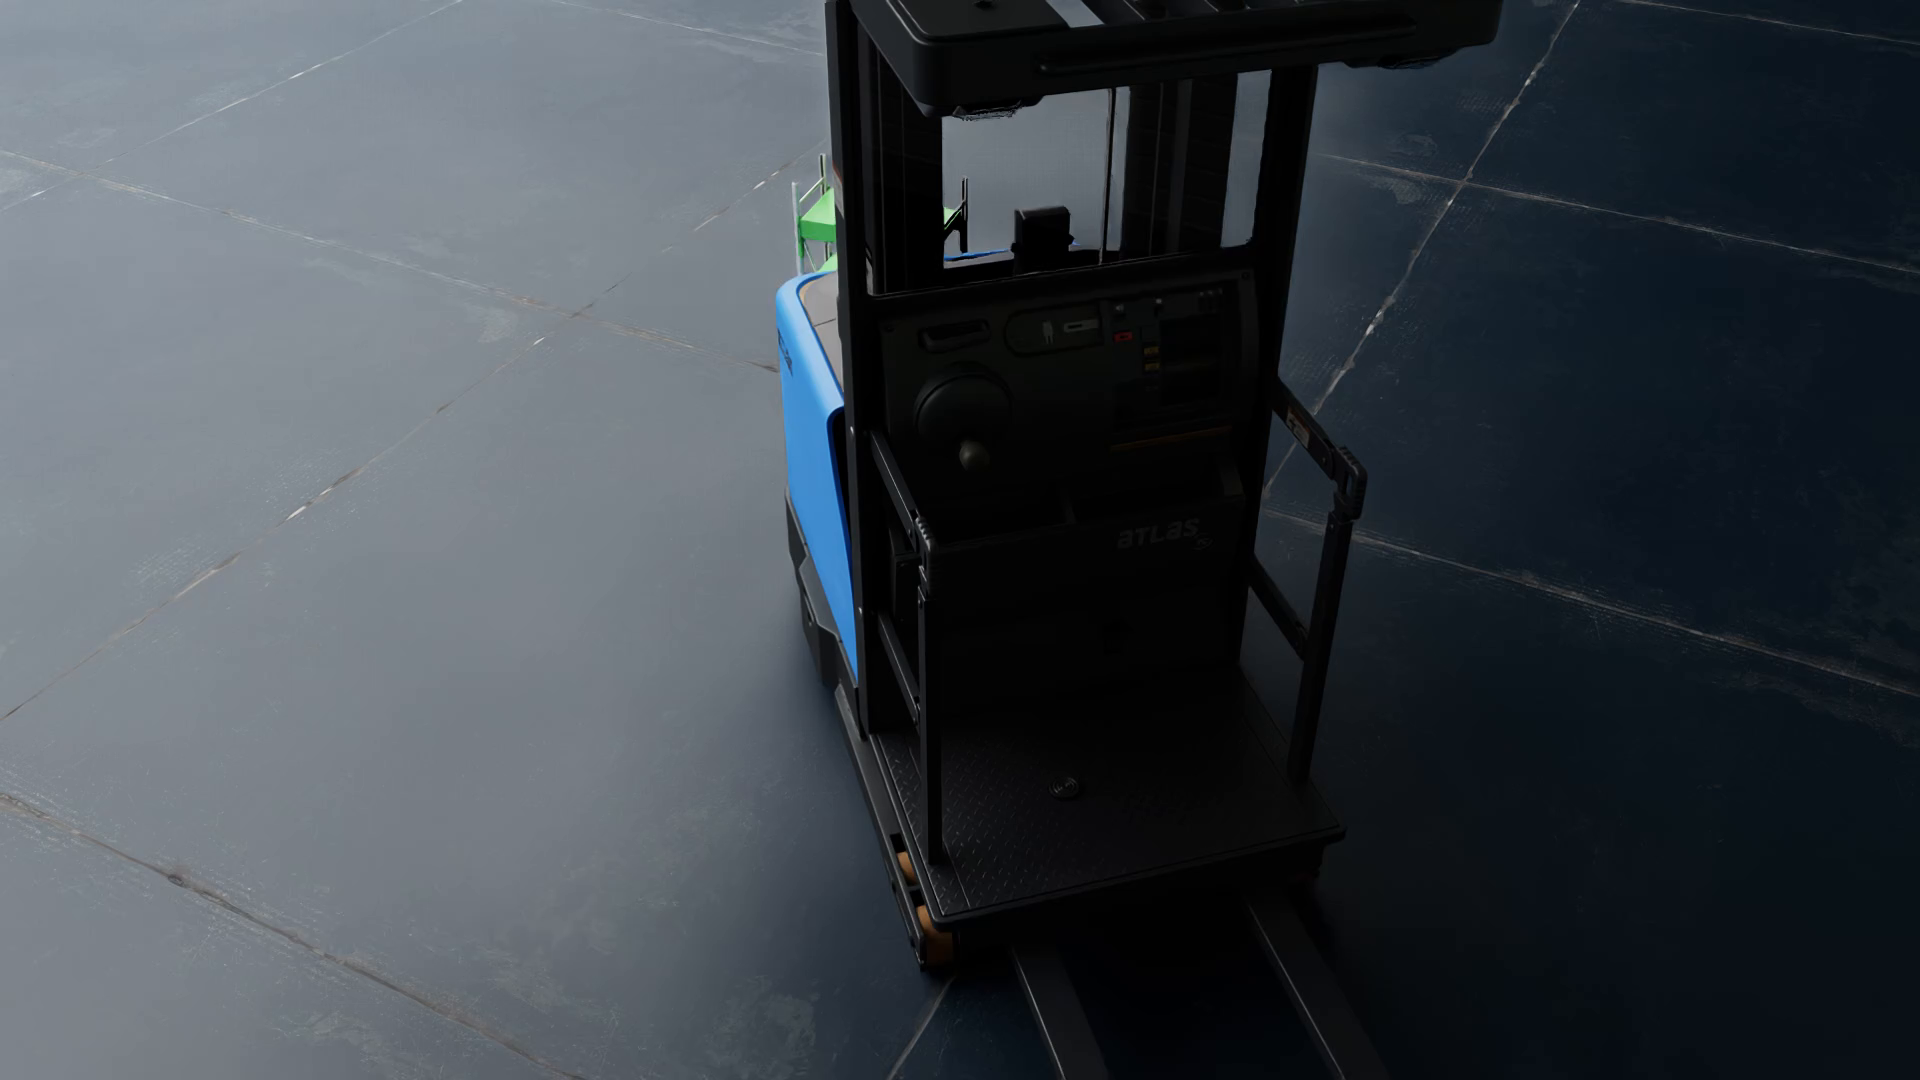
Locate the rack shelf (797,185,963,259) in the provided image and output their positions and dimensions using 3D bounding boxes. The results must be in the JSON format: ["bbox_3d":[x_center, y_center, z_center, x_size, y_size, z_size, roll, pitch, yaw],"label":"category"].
[{"bbox_3d":[-0.255,-0.996,5.381,0.480,0.148,0.258,12,39,15],"label":"rack shelf"}]

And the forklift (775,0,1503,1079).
[{"bbox_3d":[0.330,-0.336,3.768,1.130,2.935,3.031,-10,38,-13],"label":"forklift"}]

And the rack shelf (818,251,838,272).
[{"bbox_3d":[-0.255,-0.804,5.526,0.480,0.148,0.258,12,39,15],"label":"rack shelf"}]

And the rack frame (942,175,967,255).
[{"bbox_3d":[-0.024,-0.615,5.568,0.015,1.200,0.240,12,39,15],"label":"rack frame"}]

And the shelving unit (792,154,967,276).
[{"bbox_3d":[-0.255,-0.664,5.632,0.503,1.200,0.258,12,39,15],"label":"shelving unit"}]

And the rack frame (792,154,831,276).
[{"bbox_3d":[-0.485,-0.713,5.697,0.015,1.200,0.240,12,39,15],"label":"rack frame"}]
